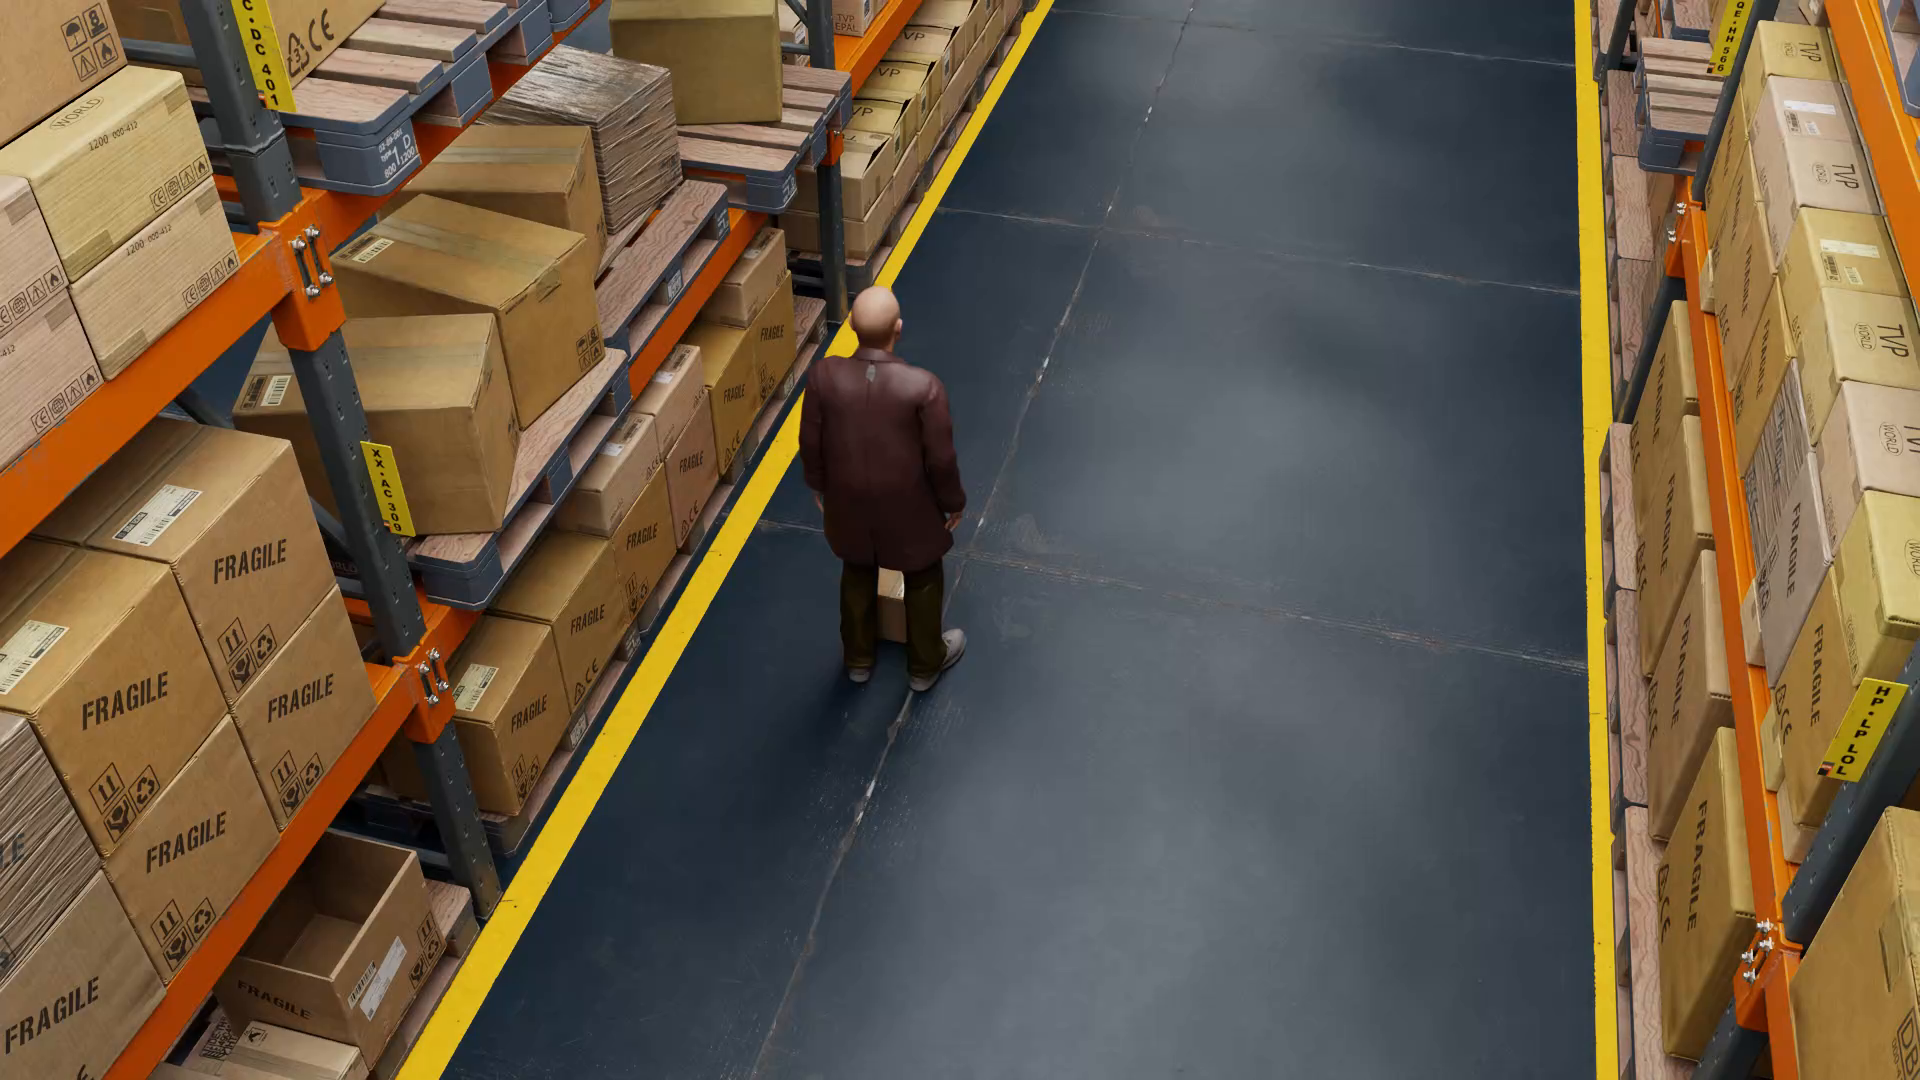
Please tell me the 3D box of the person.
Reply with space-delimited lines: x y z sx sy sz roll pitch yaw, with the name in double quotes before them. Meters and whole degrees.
"person" -0.290 -0.169 6.366 0.644 1.774 0.427 10 42 12
